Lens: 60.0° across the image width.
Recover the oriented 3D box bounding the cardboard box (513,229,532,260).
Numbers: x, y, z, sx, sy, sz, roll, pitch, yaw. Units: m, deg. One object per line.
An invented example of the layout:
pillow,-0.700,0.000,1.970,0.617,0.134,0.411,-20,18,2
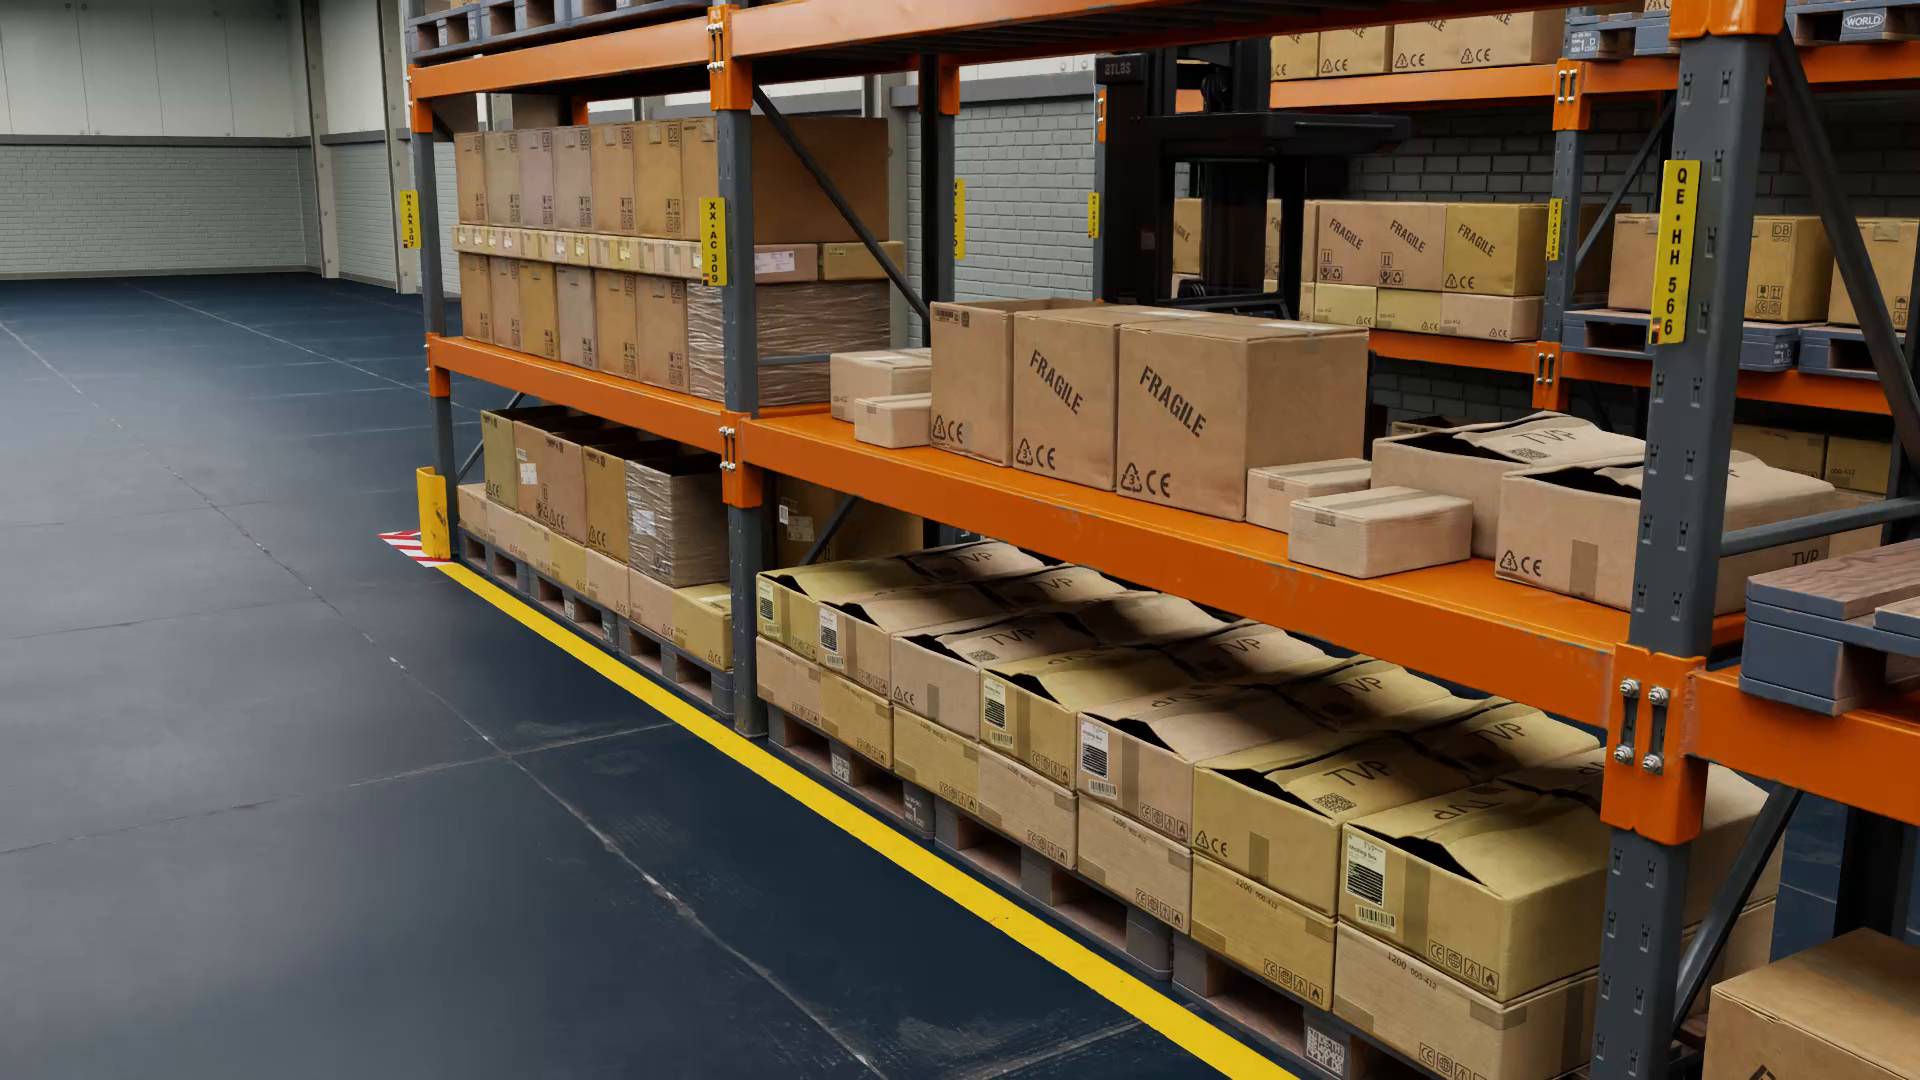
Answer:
cardboard box,-2.074,-1.528,8.574,0.380,0.149,0.250,-9,15,-35

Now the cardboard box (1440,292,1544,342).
cardboard box,3.138,-1.301,9.595,0.500,0.250,0.500,-8,15,-33

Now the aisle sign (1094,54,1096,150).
aisle sign,1.147,-3.275,12.231,0.394,0.787,0.004,-8,15,-33

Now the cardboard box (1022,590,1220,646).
cardboard box,0.562,0.354,5.864,0.500,0.311,0.500,-8,15,-33

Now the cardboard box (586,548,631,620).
cardboard box,-1.466,0.175,7.994,0.500,0.250,0.500,-8,15,-33

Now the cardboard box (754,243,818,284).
cardboard box,-0.798,-1.118,6.701,0.380,0.149,0.250,-8,15,-33

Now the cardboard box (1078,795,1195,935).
cardboard box,0.688,0.874,4.795,0.500,0.250,0.500,-8,15,-31

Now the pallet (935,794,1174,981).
pallet,0.652,0.976,5.402,1.003,0.211,1.213,-8,15,-33

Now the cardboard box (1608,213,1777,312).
cardboard box,3.906,-1.486,8.870,0.700,0.500,0.500,-8,15,-33

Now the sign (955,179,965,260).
sign,-0.023,-1.322,6.862,0.100,0.325,0.005,-8,15,-33

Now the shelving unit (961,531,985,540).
shelving unit,0.092,-0.557,10.099,0.258,1.200,0.503,-8,15,-33

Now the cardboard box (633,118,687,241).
cardboard box,-1.001,-1.580,7.294,0.700,0.500,0.500,-8,15,-33

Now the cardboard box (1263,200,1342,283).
cardboard box,2.293,-1.938,10.751,0.500,0.500,0.500,-8,14,-31

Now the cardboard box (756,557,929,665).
cardboard box,-0.447,0.238,6.394,0.500,0.311,0.500,-8,15,-33

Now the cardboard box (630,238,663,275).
cardboard box,-1.227,-1.255,7.328,0.380,0.149,0.250,-8,15,-33

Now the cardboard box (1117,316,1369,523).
cardboard box,0.804,-0.363,4.768,0.500,0.500,0.500,-9,15,-36

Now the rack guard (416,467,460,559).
rack guard,-2.699,-0.224,10.215,1.175,0.500,0.348,-8,15,-33

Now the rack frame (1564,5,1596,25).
rack frame,3.653,-4.247,8.719,1.000,3.000,0.127,-8,15,-33

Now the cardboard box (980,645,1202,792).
cardboard box,0.405,0.511,5.144,0.500,0.311,0.500,-8,14,-31

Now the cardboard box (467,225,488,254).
cardboard box,-2.499,-1.665,9.200,0.380,0.149,0.250,-9,15,-34

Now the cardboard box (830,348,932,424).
cardboard box,-0.160,-0.574,6.315,0.500,0.250,0.500,-7,14,-29

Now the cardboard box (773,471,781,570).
cardboard box,-0.749,-0.165,7.793,0.500,0.500,0.500,-8,15,-33

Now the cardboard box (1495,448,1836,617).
cardboard box,1.582,-0.044,3.751,0.500,0.311,0.500,-7,14,-29

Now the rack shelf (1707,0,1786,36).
rack shelf,2.855,-0.776,1.552,1.077,0.370,4.000,-8,15,-33

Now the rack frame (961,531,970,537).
rack frame,-0.043,-0.600,10.297,0.240,1.200,0.015,-8,15,-33

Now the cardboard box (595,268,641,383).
cardboard box,-1.293,-1.039,7.858,0.700,0.500,0.500,-8,15,-32

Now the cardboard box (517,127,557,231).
cardboard box,-1.832,-1.847,8.515,0.700,0.500,0.500,-8,15,-33

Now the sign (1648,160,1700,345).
sign,1.287,-0.517,2.996,0.100,0.325,0.005,-8,15,-33

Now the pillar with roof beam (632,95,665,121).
pillar with roof beam,-7.688,-6.561,19.300,9.100,9.000,0.400,-8,15,-33

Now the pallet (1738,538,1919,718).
pallet,2.181,0.188,2.930,1.213,0.211,1.003,-8,15,-33

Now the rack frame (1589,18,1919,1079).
rack frame,1.750,-0.018,3.424,0.949,2.616,0.053,-8,15,-33

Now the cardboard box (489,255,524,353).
cardboard box,-2.142,-1.312,9.107,0.700,0.500,0.500,-8,14,-31

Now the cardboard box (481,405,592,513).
cardboard box,-2.295,-0.459,9.135,0.500,0.500,0.500,-8,15,-33

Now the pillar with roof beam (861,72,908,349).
pillar with roof beam,-4.364,-5.494,14.420,9.100,9.000,0.400,-8,15,-33

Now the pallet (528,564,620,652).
pallet,-1.555,0.269,8.636,1.003,0.211,1.213,-8,15,-33

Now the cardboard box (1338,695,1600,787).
cardboard box,1.403,0.626,4.619,0.500,0.311,0.500,-9,15,-34

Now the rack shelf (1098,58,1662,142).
rack shelf,2.545,-2.786,10.743,1.077,0.370,4.000,-8,15,-33

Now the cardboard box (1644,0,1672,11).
cardboard box,3.889,-2.929,8.496,0.500,0.500,0.500,-6,14,-25

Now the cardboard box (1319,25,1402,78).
cardboard box,2.559,-3.086,10.152,0.500,0.500,0.500,-9,15,-35

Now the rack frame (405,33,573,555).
rack frame,-2.685,-1.441,9.929,1.000,3.000,0.127,-8,15,-33

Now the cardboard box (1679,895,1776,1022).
cardboard box,1.701,0.992,4.256,0.500,0.250,0.500,-8,15,-33

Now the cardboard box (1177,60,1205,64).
cardboard box,1.682,-3.363,11.416,0.500,0.500,0.500,-7,14,-29

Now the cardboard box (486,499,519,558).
cardboard box,-2.293,-0.092,9.216,0.500,0.250,0.500,-8,15,-33

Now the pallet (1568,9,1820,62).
pallet,3.906,-2.568,8.500,1.213,0.211,1.003,-8,15,-33

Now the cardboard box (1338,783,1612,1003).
cardboard box,1.252,0.782,3.904,0.500,0.311,0.500,-8,14,-31

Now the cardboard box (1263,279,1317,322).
cardboard box,2.298,-1.568,10.814,0.500,0.250,0.500,-8,15,-32

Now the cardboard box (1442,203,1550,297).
cardboard box,3.133,-1.667,9.511,0.500,0.500,0.500,-8,15,-33

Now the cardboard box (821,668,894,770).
cardboard box,-0.170,0.601,6.046,0.500,0.250,0.500,-8,14,-31

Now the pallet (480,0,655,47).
pallet,-1.635,-2.517,8.035,1.003,0.211,1.213,-8,15,-33

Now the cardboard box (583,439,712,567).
cardboard box,-1.455,-0.193,7.921,0.500,0.500,0.500,-8,15,-33

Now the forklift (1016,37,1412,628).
forklift,1.489,-1.038,8.250,1.130,2.935,3.031,-10,16,-38

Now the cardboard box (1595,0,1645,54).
cardboard box,3.591,-2.957,9.562,0.500,0.500,0.500,-8,14,-31

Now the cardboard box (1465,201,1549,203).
cardboard box,3.283,-1.820,10.212,0.500,0.500,0.500,-8,15,-33

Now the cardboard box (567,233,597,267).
cardboard box,-1.650,-1.391,7.949,0.380,0.149,0.250,-8,14,-31

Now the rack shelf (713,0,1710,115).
rack shelf,0.639,-1.488,4.805,1.077,0.370,4.000,-8,15,-33
